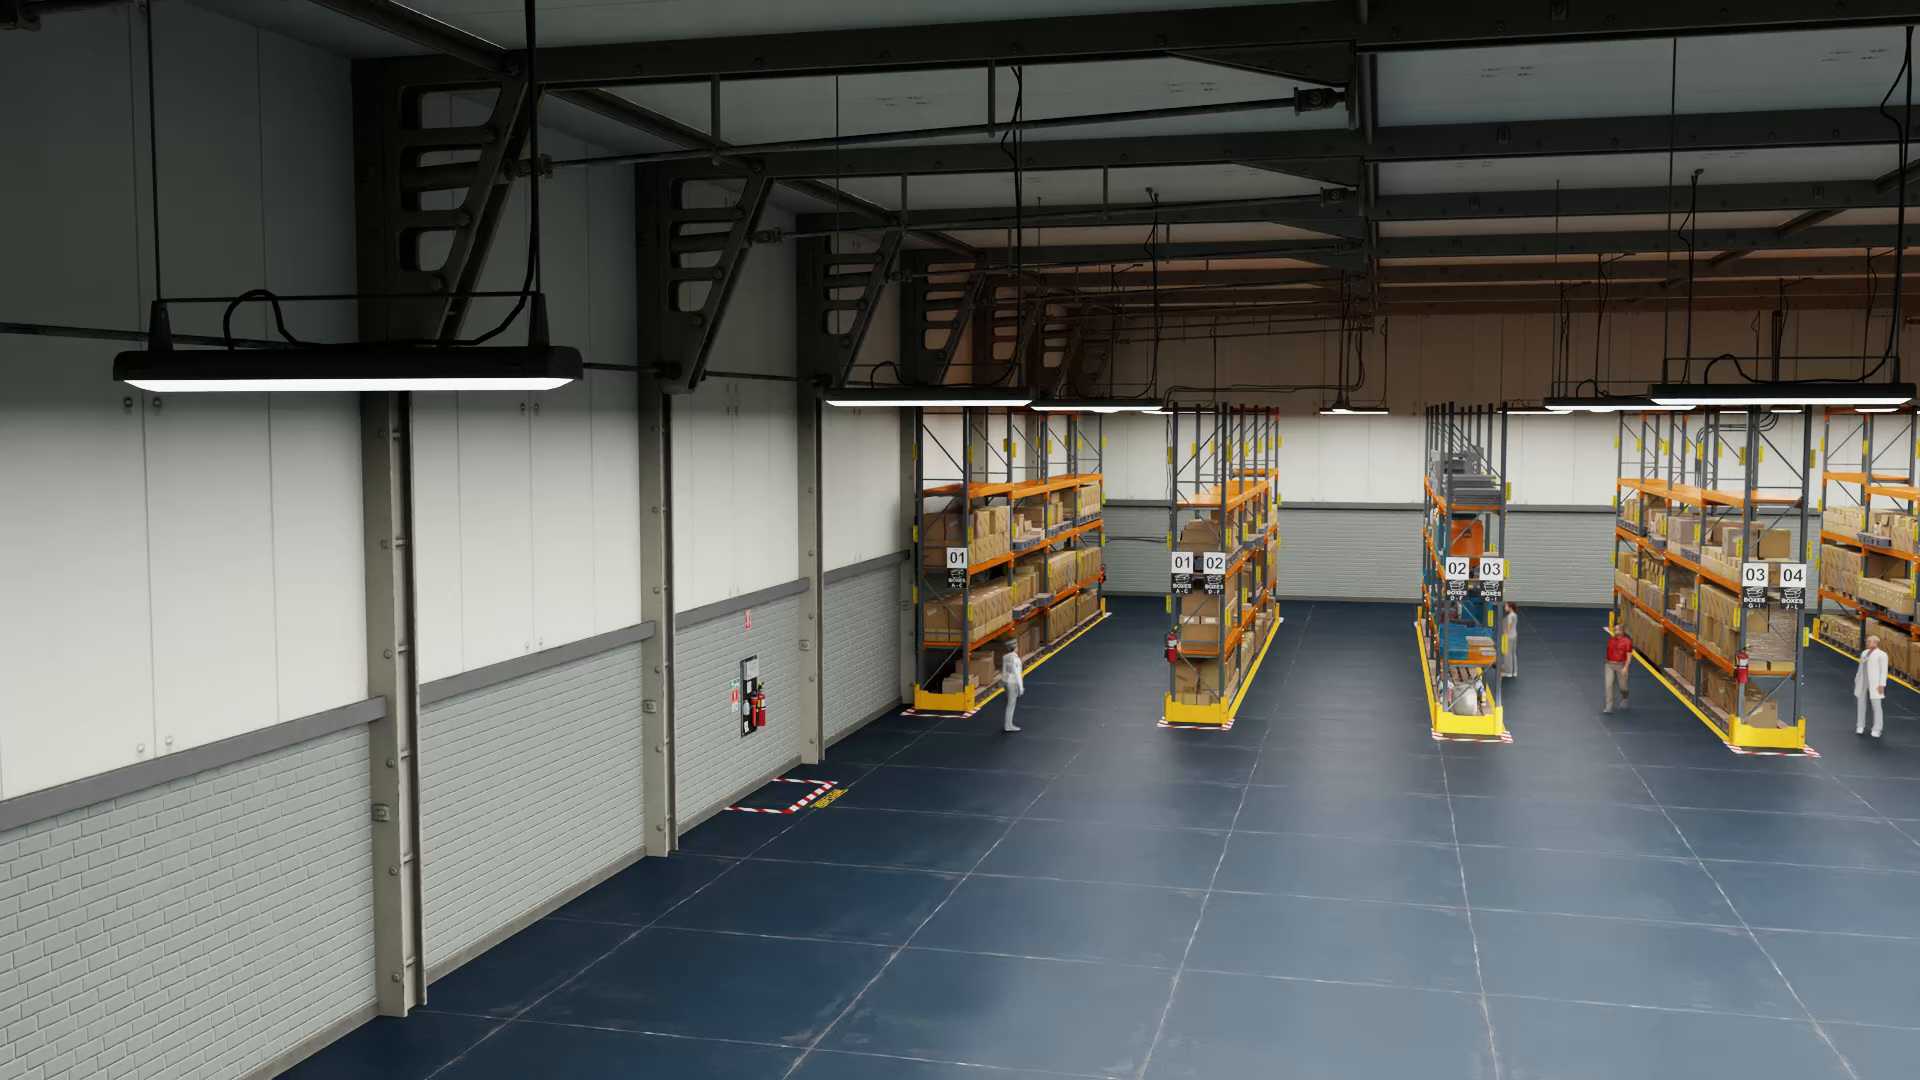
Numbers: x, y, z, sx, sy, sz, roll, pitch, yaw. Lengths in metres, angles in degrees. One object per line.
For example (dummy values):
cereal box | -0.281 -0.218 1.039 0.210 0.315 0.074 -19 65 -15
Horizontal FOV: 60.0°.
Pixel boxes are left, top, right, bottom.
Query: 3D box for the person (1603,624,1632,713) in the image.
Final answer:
person | 12.795 2.478 32.292 0.503 1.693 0.819 3 5 31

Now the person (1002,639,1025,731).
person | 0.989 2.668 30.380 0.386 1.717 0.577 -2 5 -22

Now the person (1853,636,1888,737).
person | 16.392 2.617 29.959 0.433 1.791 0.611 -3 5 -34

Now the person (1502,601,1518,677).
person | 12.091 2.174 36.644 0.374 1.685 0.510 3 5 31
